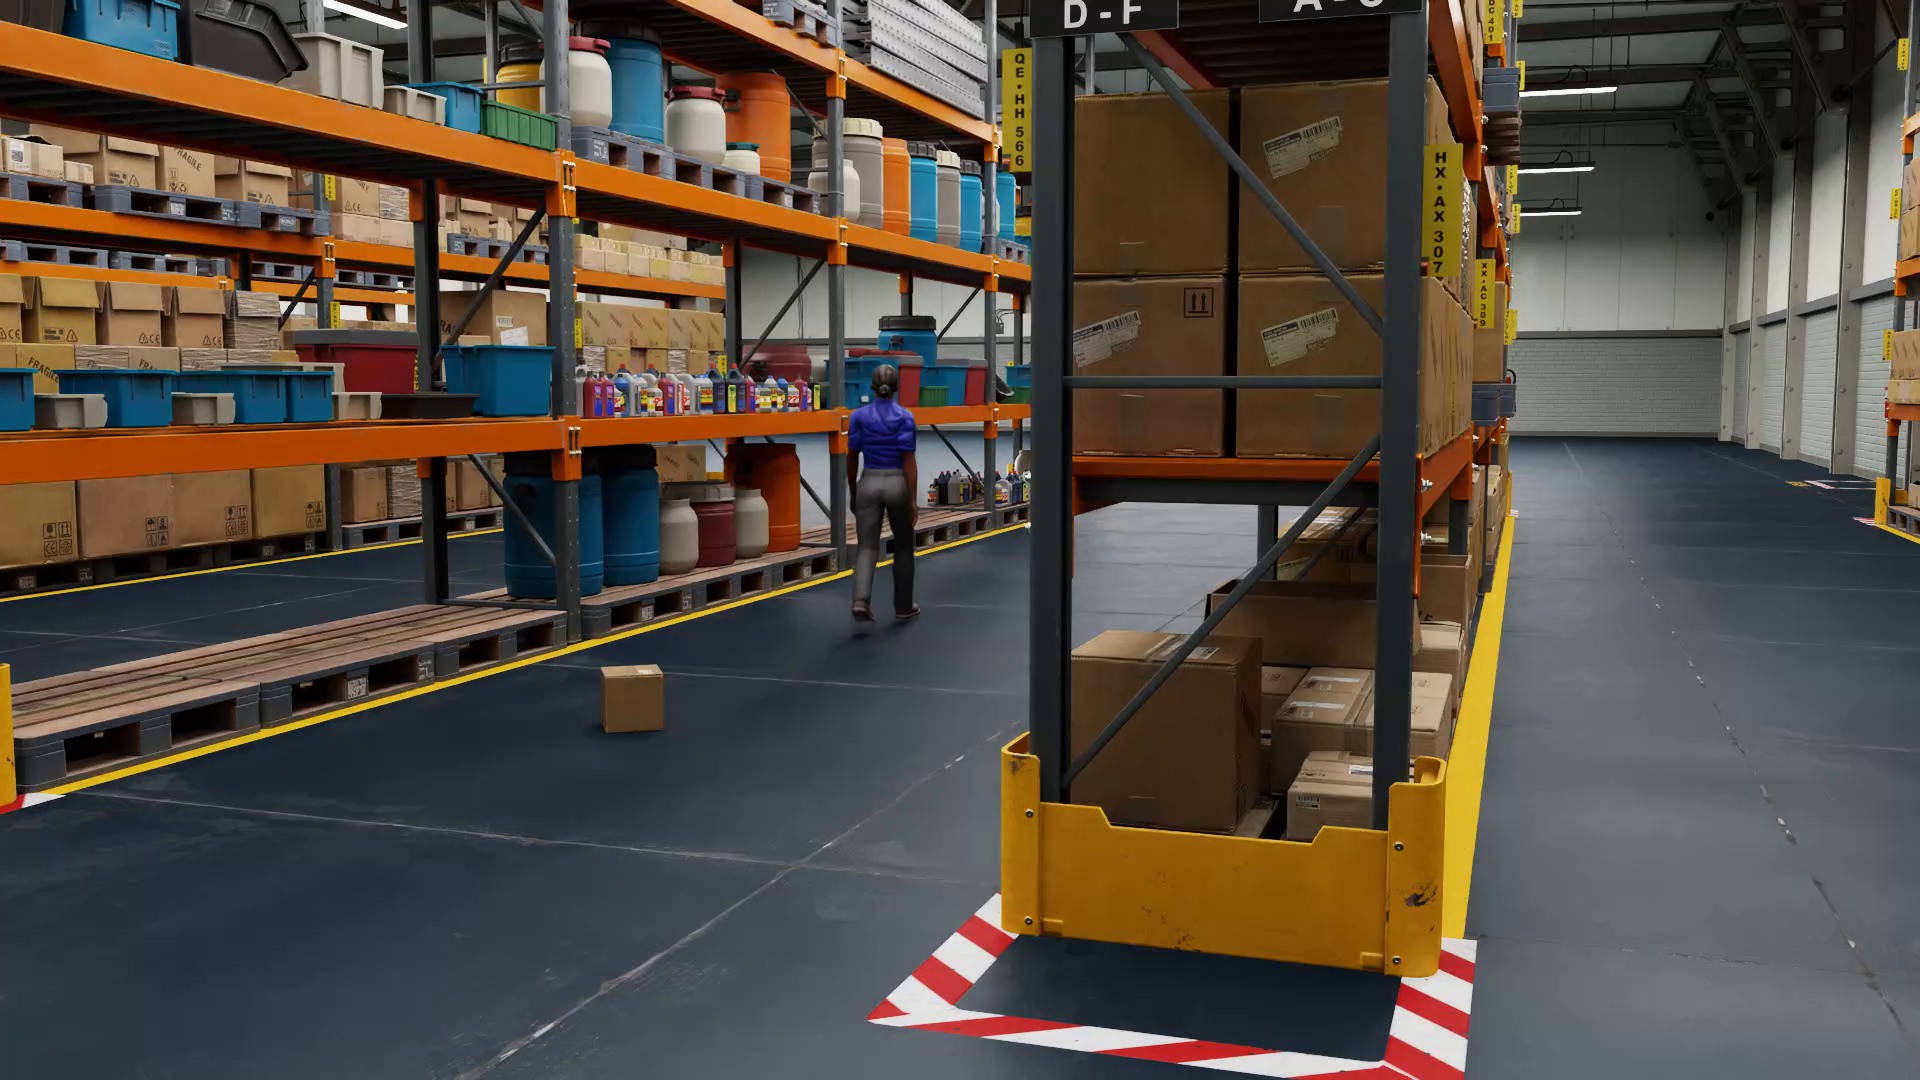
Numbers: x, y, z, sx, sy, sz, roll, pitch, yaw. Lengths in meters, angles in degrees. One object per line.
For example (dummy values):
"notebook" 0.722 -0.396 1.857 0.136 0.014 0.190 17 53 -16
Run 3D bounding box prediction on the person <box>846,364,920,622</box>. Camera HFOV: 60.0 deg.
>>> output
"person" -0.474 -0.274 10.295 0.470 1.591 0.947 1 5 7
